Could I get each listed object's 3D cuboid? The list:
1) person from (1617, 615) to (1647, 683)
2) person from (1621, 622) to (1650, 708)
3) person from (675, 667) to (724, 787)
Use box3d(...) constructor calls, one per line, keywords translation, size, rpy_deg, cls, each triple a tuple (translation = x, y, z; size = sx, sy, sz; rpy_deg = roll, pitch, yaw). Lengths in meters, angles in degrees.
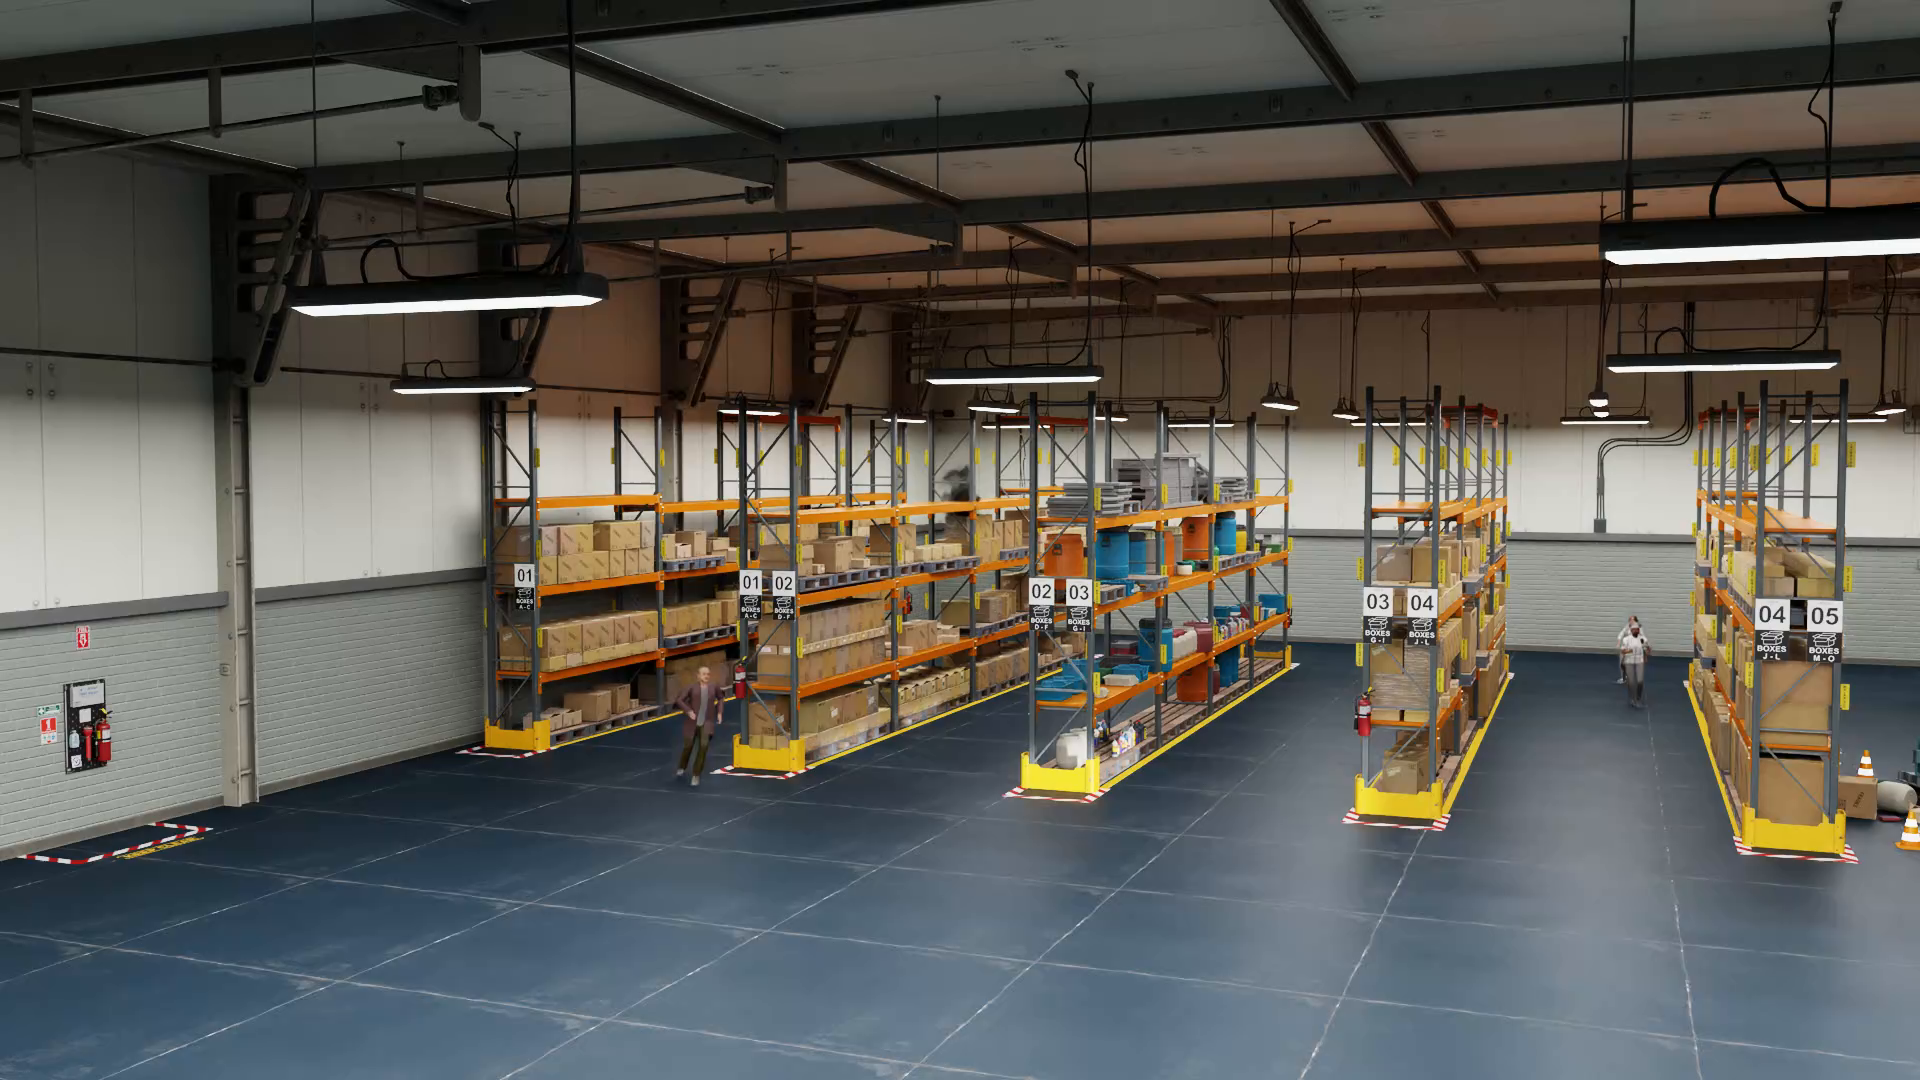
box3d(translation=(14.769, 2.425, 36.674), size=(0.484, 1.536, 0.600), rpy_deg=(-2, 4, -40), cls="person")
box3d(translation=(13.574, 2.516, 33.414), size=(0.553, 1.742, 0.681), rpy_deg=(1, 3, 21), cls="person")
box3d(translation=(-4.019, 2.864, 25.749), size=(0.763, 1.805, 0.837), rpy_deg=(-1, 3, -15), cls="person")
